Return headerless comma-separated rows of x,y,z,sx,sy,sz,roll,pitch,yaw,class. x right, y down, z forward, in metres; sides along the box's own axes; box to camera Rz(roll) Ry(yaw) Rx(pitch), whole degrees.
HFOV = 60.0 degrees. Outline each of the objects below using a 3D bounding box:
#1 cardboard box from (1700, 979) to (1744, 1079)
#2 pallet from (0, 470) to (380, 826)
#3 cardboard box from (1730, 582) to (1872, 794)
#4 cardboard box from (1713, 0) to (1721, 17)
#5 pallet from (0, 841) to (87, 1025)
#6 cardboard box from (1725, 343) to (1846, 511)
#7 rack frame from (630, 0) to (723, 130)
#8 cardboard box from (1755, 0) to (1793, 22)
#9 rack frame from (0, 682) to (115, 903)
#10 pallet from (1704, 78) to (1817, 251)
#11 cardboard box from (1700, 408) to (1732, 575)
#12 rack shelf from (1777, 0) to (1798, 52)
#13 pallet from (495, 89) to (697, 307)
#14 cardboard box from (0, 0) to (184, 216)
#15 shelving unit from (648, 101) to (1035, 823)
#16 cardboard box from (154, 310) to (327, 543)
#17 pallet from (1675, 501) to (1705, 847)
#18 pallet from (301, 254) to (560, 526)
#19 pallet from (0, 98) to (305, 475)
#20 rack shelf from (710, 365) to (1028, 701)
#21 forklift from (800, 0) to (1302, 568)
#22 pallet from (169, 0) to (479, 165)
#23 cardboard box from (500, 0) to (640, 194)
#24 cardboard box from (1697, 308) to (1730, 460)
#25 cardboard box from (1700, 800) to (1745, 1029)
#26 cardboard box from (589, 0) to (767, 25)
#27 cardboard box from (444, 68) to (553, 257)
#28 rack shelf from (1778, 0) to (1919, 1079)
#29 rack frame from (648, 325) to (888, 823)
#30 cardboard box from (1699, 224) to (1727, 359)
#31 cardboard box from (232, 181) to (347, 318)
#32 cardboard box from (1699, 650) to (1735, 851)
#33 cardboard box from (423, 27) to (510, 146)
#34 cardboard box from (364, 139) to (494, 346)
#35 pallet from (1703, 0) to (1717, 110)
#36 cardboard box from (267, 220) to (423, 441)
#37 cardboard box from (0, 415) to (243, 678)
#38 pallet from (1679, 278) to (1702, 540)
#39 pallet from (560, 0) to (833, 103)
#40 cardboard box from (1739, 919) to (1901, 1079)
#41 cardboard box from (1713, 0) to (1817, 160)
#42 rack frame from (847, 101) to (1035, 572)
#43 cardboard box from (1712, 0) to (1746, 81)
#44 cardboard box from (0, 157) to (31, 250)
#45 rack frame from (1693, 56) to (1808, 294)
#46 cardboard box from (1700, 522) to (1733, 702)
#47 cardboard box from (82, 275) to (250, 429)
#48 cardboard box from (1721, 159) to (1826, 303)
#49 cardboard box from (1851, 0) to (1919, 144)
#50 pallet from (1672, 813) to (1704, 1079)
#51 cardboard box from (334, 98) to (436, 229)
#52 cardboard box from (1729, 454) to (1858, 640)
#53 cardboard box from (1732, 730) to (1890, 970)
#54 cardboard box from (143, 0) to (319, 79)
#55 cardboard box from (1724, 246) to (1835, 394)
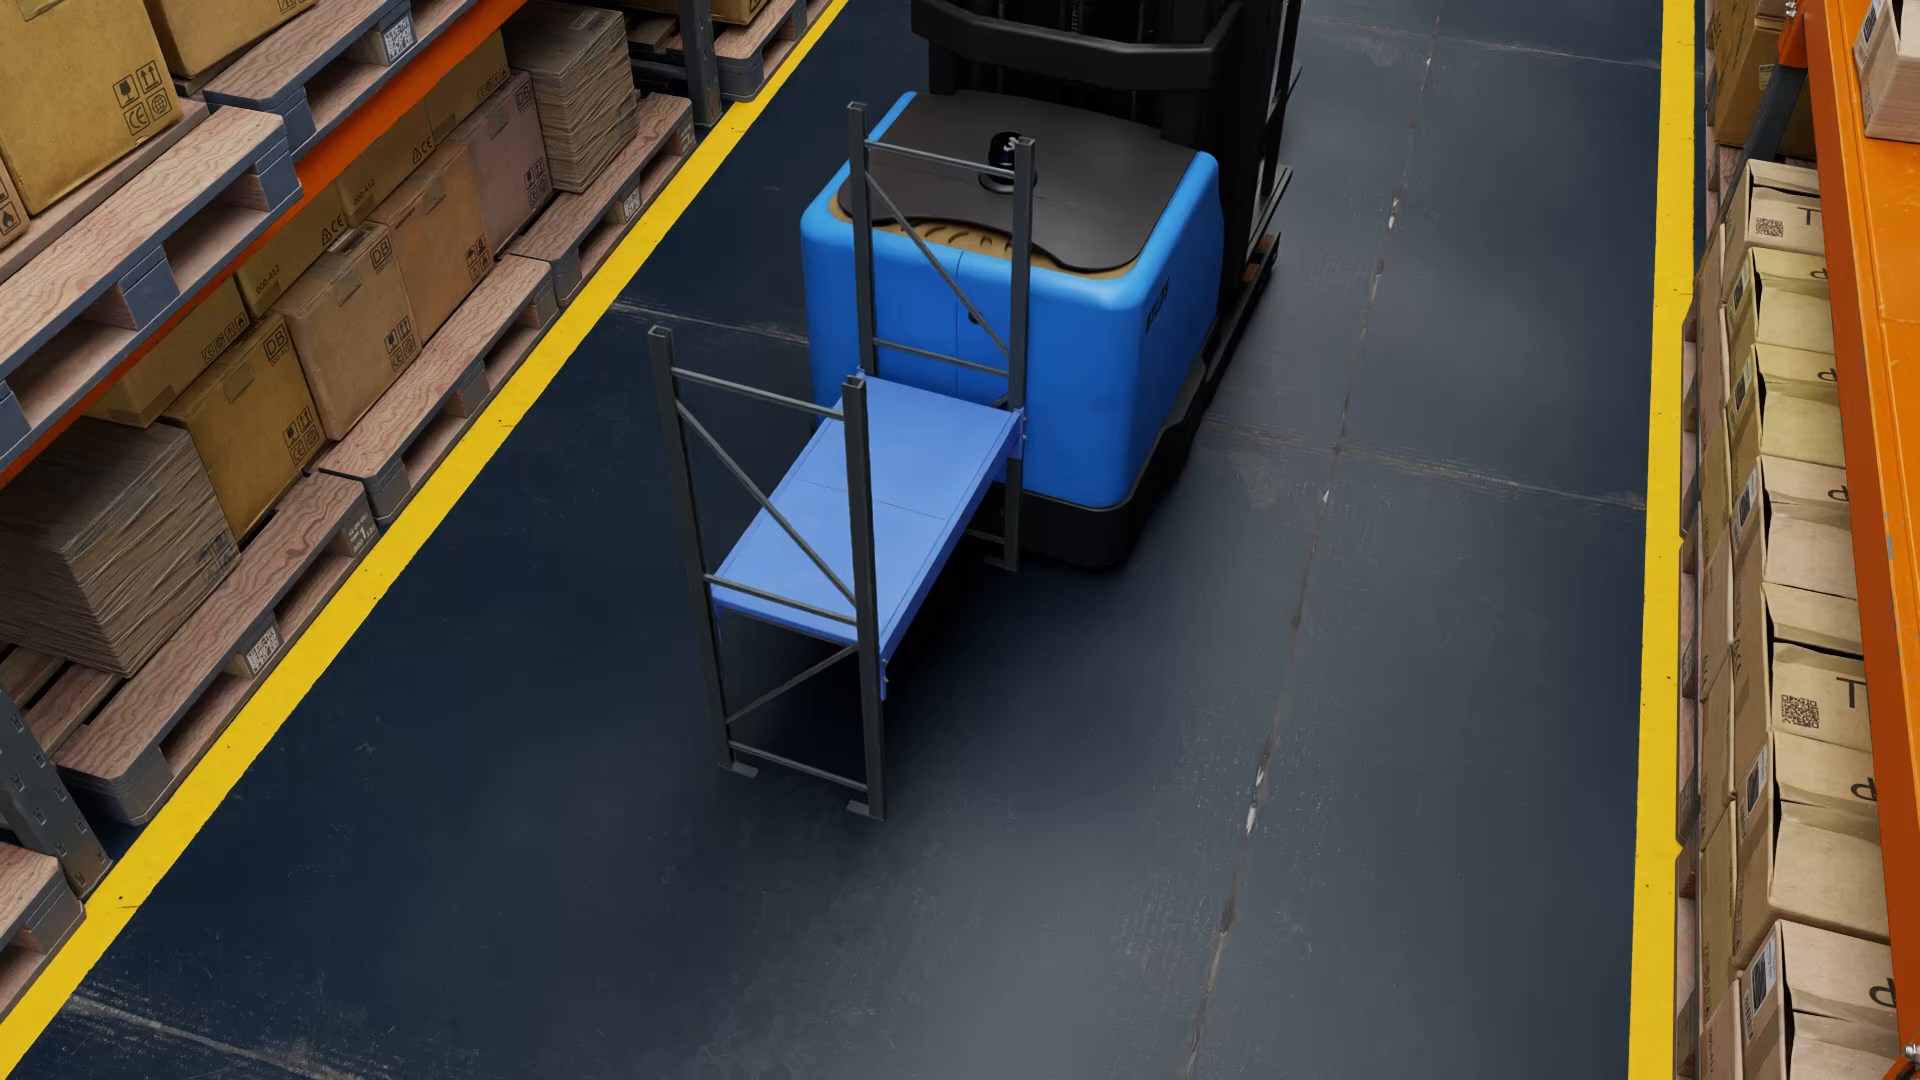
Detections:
1.852,1.259,3.485,0.500,0.250,0.500,12,46,12,cardboard box
-2.485,0.194,4.900,1.003,0.211,1.213,13,46,13,pallet
2.158,0.385,3.976,0.500,0.311,0.500,12,46,12,cardboard box
3.584,-2.535,7.169,0.500,0.500,0.500,11,45,11,cardboard box
-2.889,1.169,3.905,1.003,0.211,1.213,13,46,13,pallet
2.468,-0.292,4.668,0.500,0.311,0.500,11,46,11,cardboard box
-1.508,-2.949,6.119,1.000,3.000,0.127,13,46,13,rack frame
3.287,-2.146,6.235,0.500,0.250,0.500,14,46,14,cardboard box
-2.719,-0.283,3.394,1.000,3.000,0.127,13,46,13,rack frame
3.477,-1.395,6.525,1.003,0.211,1.213,13,46,13,pallet
2.473,-0.100,4.873,0.500,0.250,0.500,11,46,11,cardboard box
3.820,-2.978,6.663,1.077,0.370,4.000,13,46,13,rack shelf
-1.746,-1.432,6.562,1.003,0.211,1.213,13,46,13,pallet
-2.356,-1.179,3.924,0.700,0.500,0.500,17,47,17,cardboard box
-0.242,-0.181,4.363,0.538,1.500,1.048,16,47,16,shelving unit
-2.403,-0.396,4.983,0.700,0.500,0.500,12,46,12,cardboard box
2.557,0.445,4.644,1.003,0.211,1.213,13,46,13,pallet
-2.117,-0.621,5.734,1.003,0.211,1.213,13,46,13,pallet
-2.349,-0.693,3.951,1.003,0.211,1.213,13,46,13,pallet
-0.242,-0.053,4.489,0.538,0.185,1.000,16,47,16,rack shelf
0.553,-2.007,5.205,1.130,2.935,3.031,16,47,16,forklift
-2.068,-1.552,4.829,1.003,0.211,1.213,13,46,13,pallet
-1.676,-1.722,6.338,0.700,0.500,0.500,13,46,13,cardboard box
2.625,-0.448,5.228,0.500,0.250,0.500,11,46,11,cardboard box
2.007,0.922,3.829,0.500,0.250,0.500,12,46,12,cardboard box
-1.160,-2.793,7.197,0.750,0.750,0.750,12,46,12,cardboard box
-1.943,-1.403,6.012,0.700,0.500,0.500,12,46,12,cardboard box
2.609,-0.312,3.939,1.077,0.370,4.000,13,46,13,rack shelf
-0.432,0.149,4.026,0.500,1.500,0.032,16,47,16,rack frame
2.776,-0.783,5.571,0.500,0.250,0.500,12,46,12,cardboard box
-2.228,-0.951,5.013,0.500,0.250,0.500,11,46,11,cardboard box
2.162,0.581,4.177,0.500,0.250,0.500,13,46,13,cardboard box
-1.908,-1.623,5.701,0.500,0.250,0.500,13,46,13,cardboard box
-2.066,-1.066,5.667,0.700,0.500,0.500,12,46,12,cardboard box
3.848,-2.206,7.353,1.003,0.211,1.213,13,46,13,pallet
-2.210,-0.727,5.321,0.700,0.500,0.500,13,46,13,cardboard box
-2.512,-0.041,4.620,0.700,0.500,0.500,14,46,14,cardboard box
2.928,-0.365,5.472,1.003,0.211,1.213,13,46,13,pallet
-1.197,-2.462,7.615,1.003,0.211,1.213,13,46,13,pallet
1.853,1.065,3.281,0.500,0.311,0.500,13,46,13,cardboard box
3.274,-1.839,6.458,0.500,0.500,0.500,14,46,14,cardboard box
-0.052,-0.511,4.700,0.500,1.500,0.032,16,47,16,rack frame
3.431,-2.184,6.810,0.500,0.500,0.500,11,45,11,cardboard box
-2.532,-0.808,3.545,0.700,0.500,0.500,13,46,13,cardboard box
3.215,-1.902,5.049,1.000,3.000,0.127,13,46,13,rack frame
2.317,0.242,4.524,0.500,0.250,0.500,13,46,13,cardboard box
-2.382,-0.603,4.658,0.500,0.250,0.500,12,46,12,cardboard box
2.776,-0.983,5.375,0.500,0.311,0.500,14,46,14,cardboard box
2.759,-1.315,4.513,0.500,0.311,0.500,12,46,12,cardboard box
2.189,1.261,3.810,1.003,0.211,1.213,13,46,13,pallet
-2.059,-1.279,5.349,0.500,0.250,0.500,12,46,12,cardboard box
2.313,0.051,4.318,0.500,0.311,0.500,12,46,12,cardboard box
2.004,0.717,3.637,0.500,0.311,0.500,14,46,14,cardboard box
-2.187,-1.624,4.379,0.700,0.500,0.500,19,47,18,cardboard box
2.625,-0.631,5.015,0.500,0.311,0.500,11,46,12,cardboard box
